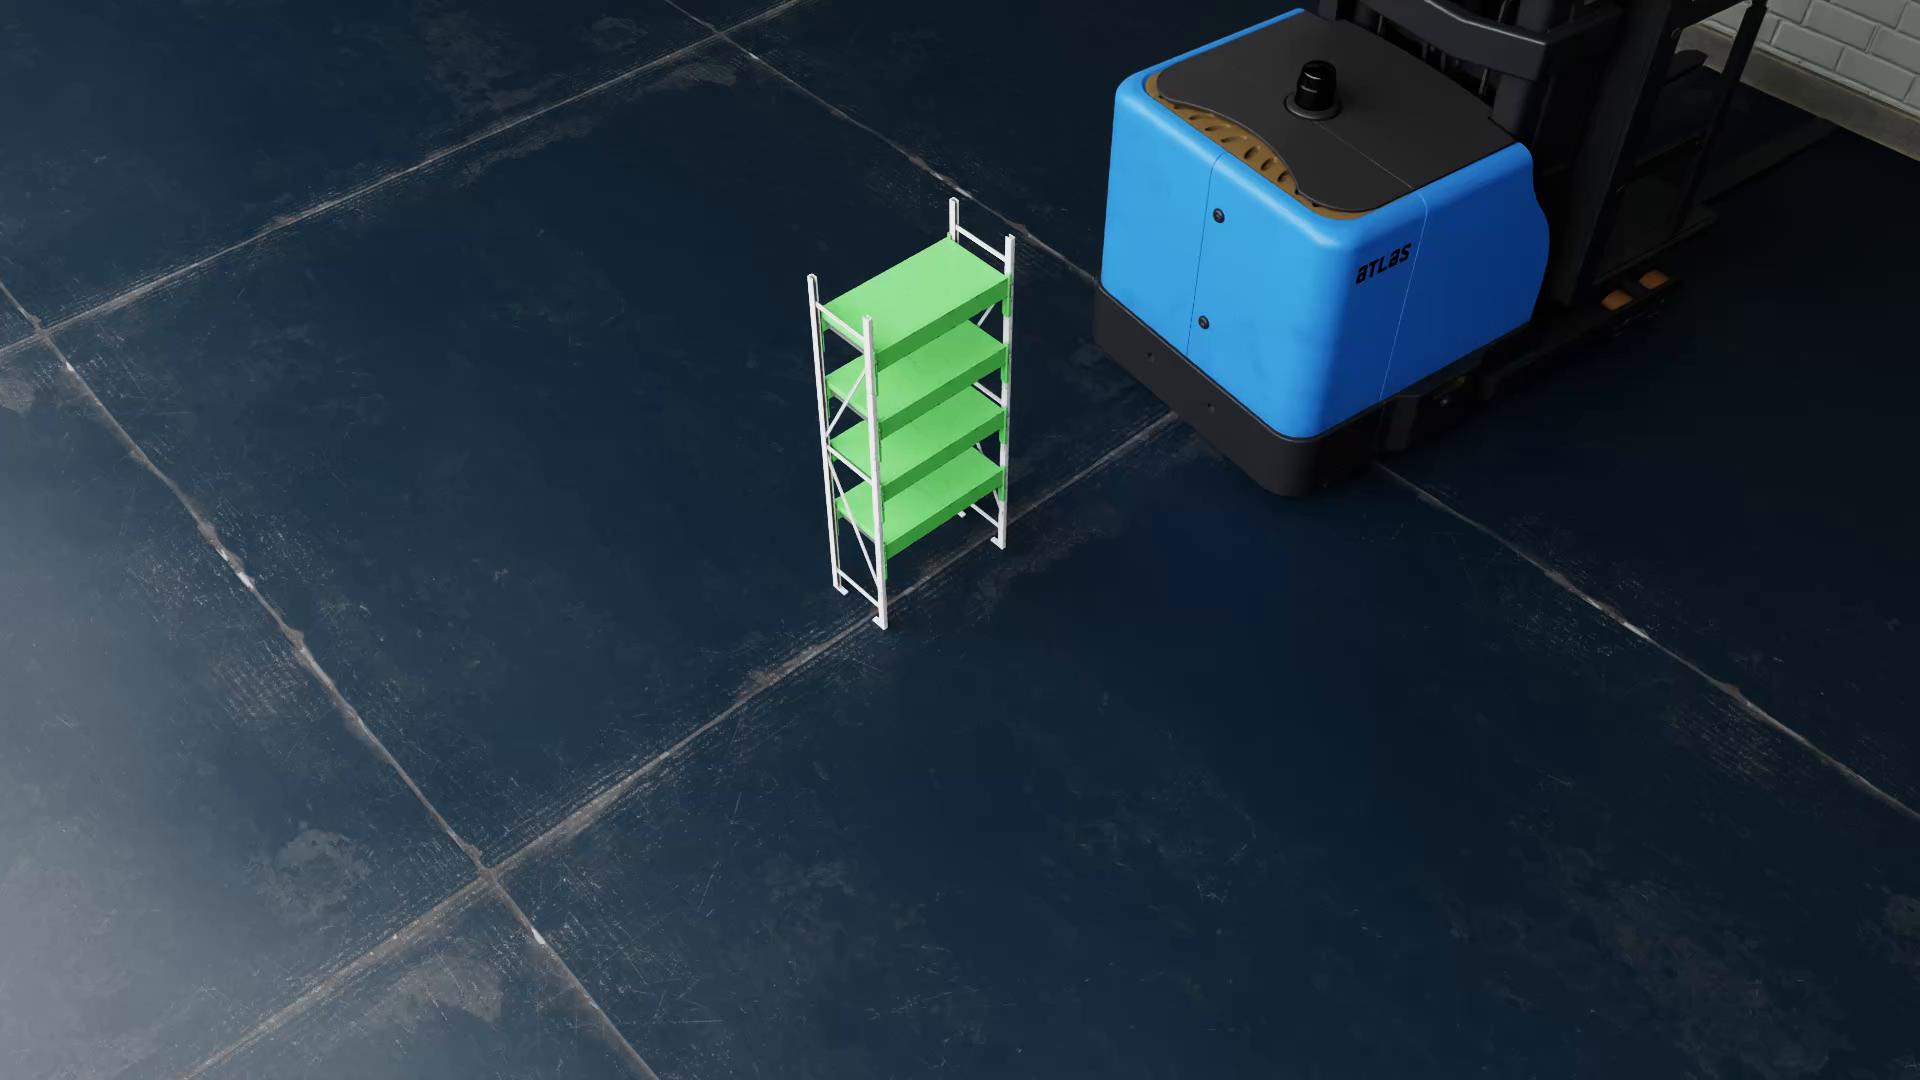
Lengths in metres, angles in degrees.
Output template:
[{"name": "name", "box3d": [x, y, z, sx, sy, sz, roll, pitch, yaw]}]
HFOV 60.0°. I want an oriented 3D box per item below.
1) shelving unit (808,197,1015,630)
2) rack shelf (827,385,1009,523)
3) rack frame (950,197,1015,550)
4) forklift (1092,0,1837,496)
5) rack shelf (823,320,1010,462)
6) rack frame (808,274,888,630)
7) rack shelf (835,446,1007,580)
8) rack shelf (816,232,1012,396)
[{"name": "shelving unit", "box3d": [-0.122, -0.325, 4.734, 0.503, 1.200, 0.258, -34, 56, -27]}, {"name": "rack shelf", "box3d": [-0.122, -0.282, 4.780, 0.480, 0.148, 0.258, -34, 56, -27]}, {"name": "rack frame", "box3d": [0.058, -0.446, 4.845, 0.015, 1.200, 0.240, -34, 56, -27]}, {"name": "forklift", "box3d": [1.961, -2.007, 5.107, 3.031, 2.935, 1.130, -27, 53, -23]}, {"name": "rack shelf", "box3d": [-0.122, -0.444, 4.604, 0.480, 0.148, 0.258, -34, 56, -27]}, {"name": "rack frame", "box3d": [-0.303, -0.204, 4.622, 0.015, 1.200, 0.240, -34, 56, -27]}, {"name": "rack shelf", "box3d": [-0.122, -0.119, 4.957, 0.480, 0.148, 0.258, -34, 56, -27]}, {"name": "rack shelf", "box3d": [-0.122, -0.607, 4.428, 0.480, 0.148, 0.258, -34, 56, -27]}]
